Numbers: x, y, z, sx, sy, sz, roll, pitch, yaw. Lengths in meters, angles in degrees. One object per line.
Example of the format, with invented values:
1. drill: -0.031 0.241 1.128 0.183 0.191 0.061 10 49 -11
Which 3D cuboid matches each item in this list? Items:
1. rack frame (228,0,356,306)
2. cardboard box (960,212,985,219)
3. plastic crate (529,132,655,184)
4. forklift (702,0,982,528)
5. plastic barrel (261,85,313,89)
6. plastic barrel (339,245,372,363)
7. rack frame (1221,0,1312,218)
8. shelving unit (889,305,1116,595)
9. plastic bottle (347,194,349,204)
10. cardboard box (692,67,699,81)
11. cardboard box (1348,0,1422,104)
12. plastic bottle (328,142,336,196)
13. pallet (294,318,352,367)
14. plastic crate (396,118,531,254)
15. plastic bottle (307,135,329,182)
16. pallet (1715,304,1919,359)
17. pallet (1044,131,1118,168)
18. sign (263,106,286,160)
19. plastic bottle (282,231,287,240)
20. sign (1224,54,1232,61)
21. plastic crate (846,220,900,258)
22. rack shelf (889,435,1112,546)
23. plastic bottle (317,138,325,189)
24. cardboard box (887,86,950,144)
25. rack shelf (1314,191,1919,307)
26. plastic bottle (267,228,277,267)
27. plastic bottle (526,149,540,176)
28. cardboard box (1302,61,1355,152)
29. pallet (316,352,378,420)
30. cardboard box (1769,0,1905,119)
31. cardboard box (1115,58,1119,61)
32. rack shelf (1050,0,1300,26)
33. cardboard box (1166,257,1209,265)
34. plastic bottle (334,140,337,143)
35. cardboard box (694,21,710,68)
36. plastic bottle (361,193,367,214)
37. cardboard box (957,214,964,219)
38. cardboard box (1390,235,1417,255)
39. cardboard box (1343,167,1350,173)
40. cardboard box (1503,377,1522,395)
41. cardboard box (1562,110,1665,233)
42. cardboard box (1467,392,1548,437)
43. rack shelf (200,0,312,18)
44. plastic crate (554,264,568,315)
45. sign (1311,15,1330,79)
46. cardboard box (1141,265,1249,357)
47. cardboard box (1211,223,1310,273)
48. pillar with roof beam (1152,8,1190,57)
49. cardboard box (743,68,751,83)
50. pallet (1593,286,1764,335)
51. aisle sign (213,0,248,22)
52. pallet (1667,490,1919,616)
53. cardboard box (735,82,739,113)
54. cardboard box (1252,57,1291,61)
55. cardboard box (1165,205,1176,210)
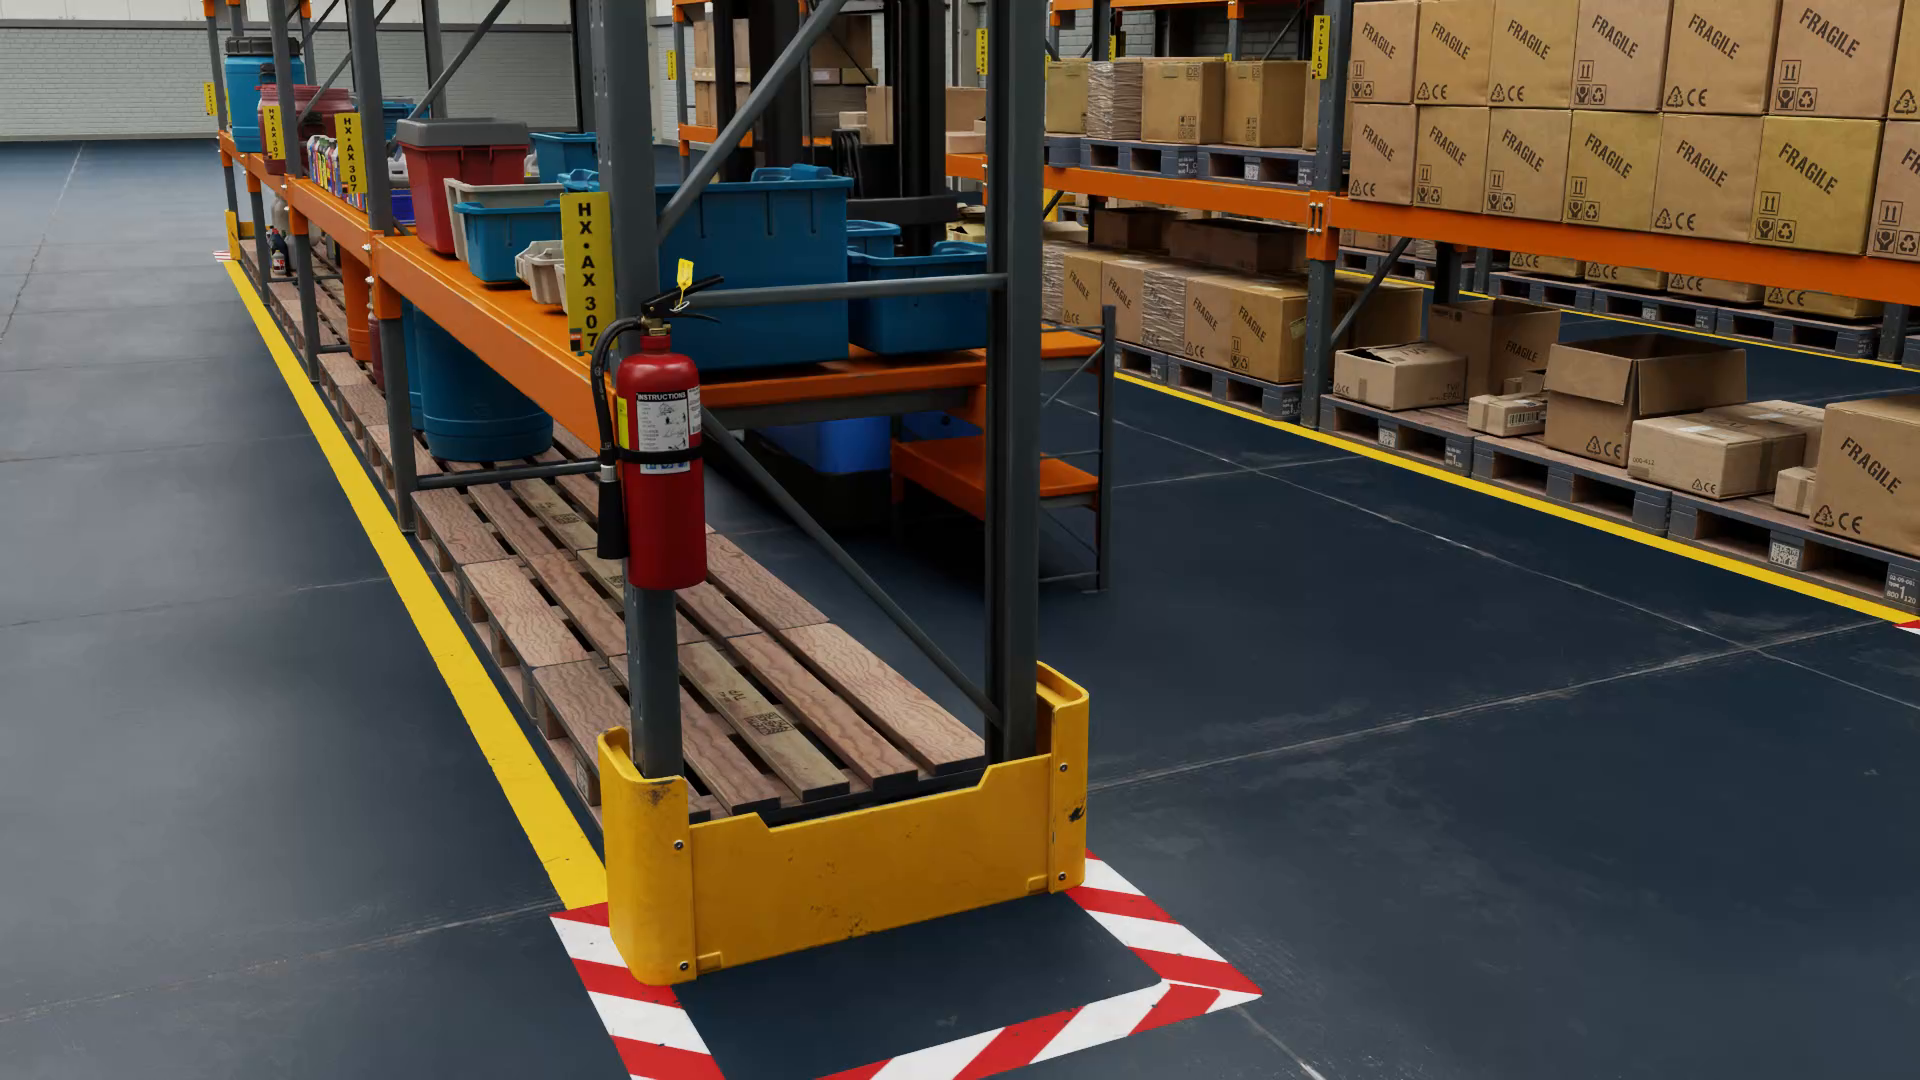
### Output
1. rack frame: -5.539 -3.523 14.089 1.000 3.000 0.127 -8 18 -25
2. cardboard box: 0.243 -2.700 14.428 0.500 0.311 0.500 -8 18 -26
3. plastic crate: -1.524 -1.486 6.911 0.392 0.384 0.575 -8 18 -25
4. forklift: -0.731 -1.821 8.283 1.130 2.935 3.031 -7 17 -23
5. plastic barrel: -4.996 -3.143 12.517 0.433 0.535 0.433 0 16 0
6. plastic barrel: -3.557 -1.571 10.459 0.600 0.830 0.708 -8 18 -25
7. rack frame: 3.366 -4.720 18.261 1.000 3.000 0.127 -8 18 -25
8. shelving unit: 0.143 -0.440 6.746 0.538 1.125 1.048 -7 17 -23
9. plastic bottle: -3.115 -1.834 8.565 0.097 0.201 0.097 0 16 0
10. cardboard box: -2.859 -5.349 19.095 0.380 0.149 0.250 -8 18 -25
11. cardboard box: 2.373 -2.515 8.582 0.500 0.500 0.500 -7 17 -23
12. plastic bottle: -3.423 -2.037 9.121 0.061 0.283 0.133 -8 18 -25
13. pallet: -4.092 -1.388 11.703 1.003 0.211 1.213 -8 18 -25
14. plastic crate: -1.869 -1.347 6.283 0.402 0.464 0.583 -8 18 -25
15. plastic bottle: -3.888 -2.325 10.140 0.152 0.276 0.135 -8 18 -25
16. pallet: 6.465 -1.578 12.368 1.003 0.211 1.213 -8 18 -25
17. pallet: 1.027 -2.877 12.186 1.213 0.211 1.003 -8 18 -25
18. sign: -4.278 -2.541 10.373 0.100 0.325 0.005 -8 18 -25
19. plastic bottle: -6.225 -2.700 15.349 0.061 0.283 0.133 -8 18 -25
20. sign: 2.882 -5.069 17.906 0.100 0.325 0.005 -8 18 -25
21. plastic crate: -0.383 -0.760 4.656 0.416 0.233 0.300 -8 18 -25
22. rack shelf: 0.143 -0.205 6.814 0.538 0.278 1.000 -7 17 -23
23. plastic bottle: -3.668 -2.175 9.604 0.061 0.283 0.133 -8 18 -25
24. cardboard box: -0.313 -3.721 14.600 0.500 0.500 0.500 -8 18 -25
25. rack shelf: 3.296 -1.295 7.630 1.077 0.370 4.000 -8 18 -25
26. plastic bottle: -6.165 -2.634 14.995 0.144 0.351 0.185 -9 18 -28
27. plastic bottle: -1.915 -1.652 7.659 0.144 0.351 0.185 -8 18 -25
28. cardboard box: 2.413 -2.531 9.691 0.500 0.500 0.700 15 22 42
29. pallet: -3.404 -1.000 10.354 1.003 0.211 1.213 -8 18 -25
30. cardboard box: 3.508 -1.876 6.356 0.500 0.500 0.500 -7 17 -23
31. cardboard box: 1.981 -5.603 20.212 0.500 0.500 0.500 -8 18 -27
32. rack shelf: 2.490 -6.312 19.675 1.077 0.370 4.000 -8 18 -25
33. cardboard box: 1.750 -1.677 11.392 0.500 0.500 0.500 -8 18 -27
34. plastic bottle: -3.604 -2.184 9.655 0.097 0.271 0.097 0 16 0
35. cardboard box: -2.621 -5.654 18.981 0.700 0.500 0.500 -8 18 -25
36. plastic bottle: -2.812 -1.750 8.000 0.144 0.351 0.185 -8 18 -25
37. cardboard box: -0.236 -2.632 14.192 0.500 0.311 0.500 -8 18 -25
38. cardboard box: 4.635 -3.052 16.183 0.700 0.500 0.500 -8 18 -25
39. cardboard box: 4.131 -3.673 16.986 0.500 0.250 0.500 -8 18 -26
40. cardboard box: 3.143 -0.785 8.920 0.380 0.149 0.250 -8 18 -25
41. cardboard box: 3.066 -1.649 7.377 0.500 0.500 0.500 -8 18 -26
42. cardboard box: 2.797 -0.643 8.392 0.380 0.166 0.250 -8 18 -25
43. rack shelf: -6.416 -5.115 15.503 1.077 0.370 4.000 -8 18 -25
44. plastic crate: -0.916 -0.704 4.633 0.396 0.136 0.243 -8 18 -25
45. sign: 1.922 -2.626 8.863 0.100 0.325 0.005 -8 18 -25
46. cardboard box: 1.518 -1.483 10.713 0.500 0.500 0.500 -7 18 -24
47. cardboard box: 1.989 -1.905 10.825 0.500 0.250 0.500 -8 18 -25
48. pillar with roof beam: -1.172 -8.006 18.836 9.100 9.000 0.400 -8 18 -25
49. cardboard box: -2.071 -4.903 17.539 0.380 0.149 0.250 -7 17 -23
50. pallet: 5.927 -1.881 13.424 1.003 0.211 1.213 -8 18 -25
51. aisle sign: -7.587 -5.747 17.126 0.394 0.787 0.004 -8 18 -25
52. pallet: 3.789 -0.021 6.942 1.003 0.211 1.213 -8 18 -25
53. cardboard box: -2.198 -4.790 18.322 0.700 0.500 0.500 -8 18 -25
54. cardboard box: 3.348 -5.160 18.670 0.500 0.500 0.500 -8 18 -26
55. cardboard box: 2.684 -3.960 19.984 0.380 0.149 0.250 -9 18 -29
